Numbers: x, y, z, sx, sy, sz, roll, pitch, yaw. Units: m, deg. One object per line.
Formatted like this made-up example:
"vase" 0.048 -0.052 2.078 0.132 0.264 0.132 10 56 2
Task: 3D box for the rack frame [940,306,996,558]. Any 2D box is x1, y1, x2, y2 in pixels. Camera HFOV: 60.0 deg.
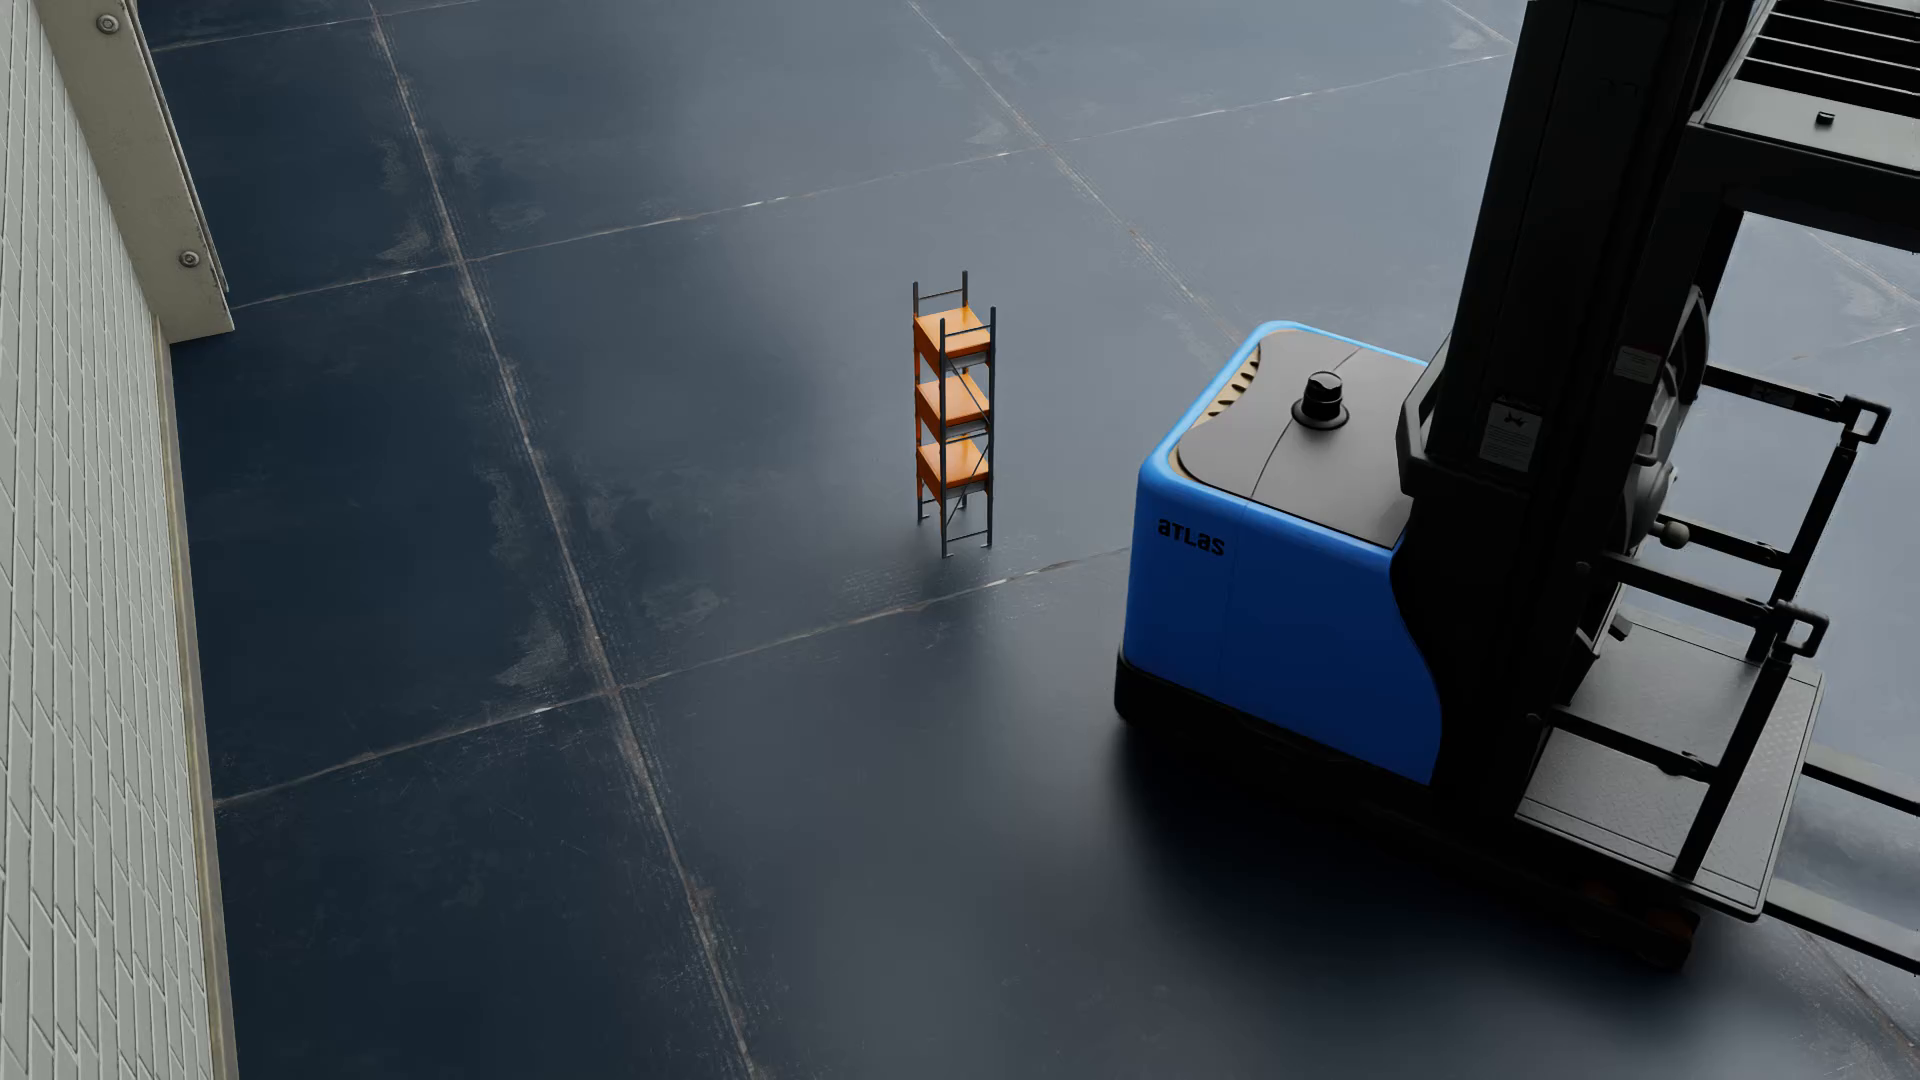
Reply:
"rack frame" 0.026 -0.357 5.860 0.200 1.050 0.008 -15 43 -17

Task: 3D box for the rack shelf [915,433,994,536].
"rack shelf" -0.020 -0.212 6.133 0.215 0.259 0.240 -15 43 -17

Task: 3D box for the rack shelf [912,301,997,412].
"rack shelf" -0.020 -0.637 5.767 0.215 0.259 0.240 -15 43 -17

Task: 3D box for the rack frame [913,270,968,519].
"rack frame" -0.067 -0.504 6.031 0.200 1.050 0.008 -15 43 -17

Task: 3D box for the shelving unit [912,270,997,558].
"shelving unit" -0.020 -0.430 5.945 0.215 1.050 0.252 -15 43 -17

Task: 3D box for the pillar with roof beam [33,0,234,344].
"pillar with roof beam" 0.563 -5.490 5.732 9.100 9.000 0.400 -15 43 -17

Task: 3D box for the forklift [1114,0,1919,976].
"forklift" 2.039 -0.279 4.326 3.031 2.935 1.130 21 45 23

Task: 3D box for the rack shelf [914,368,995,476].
"rack shelf" -0.020 -0.422 5.952 0.215 0.259 0.240 -15 43 -17
